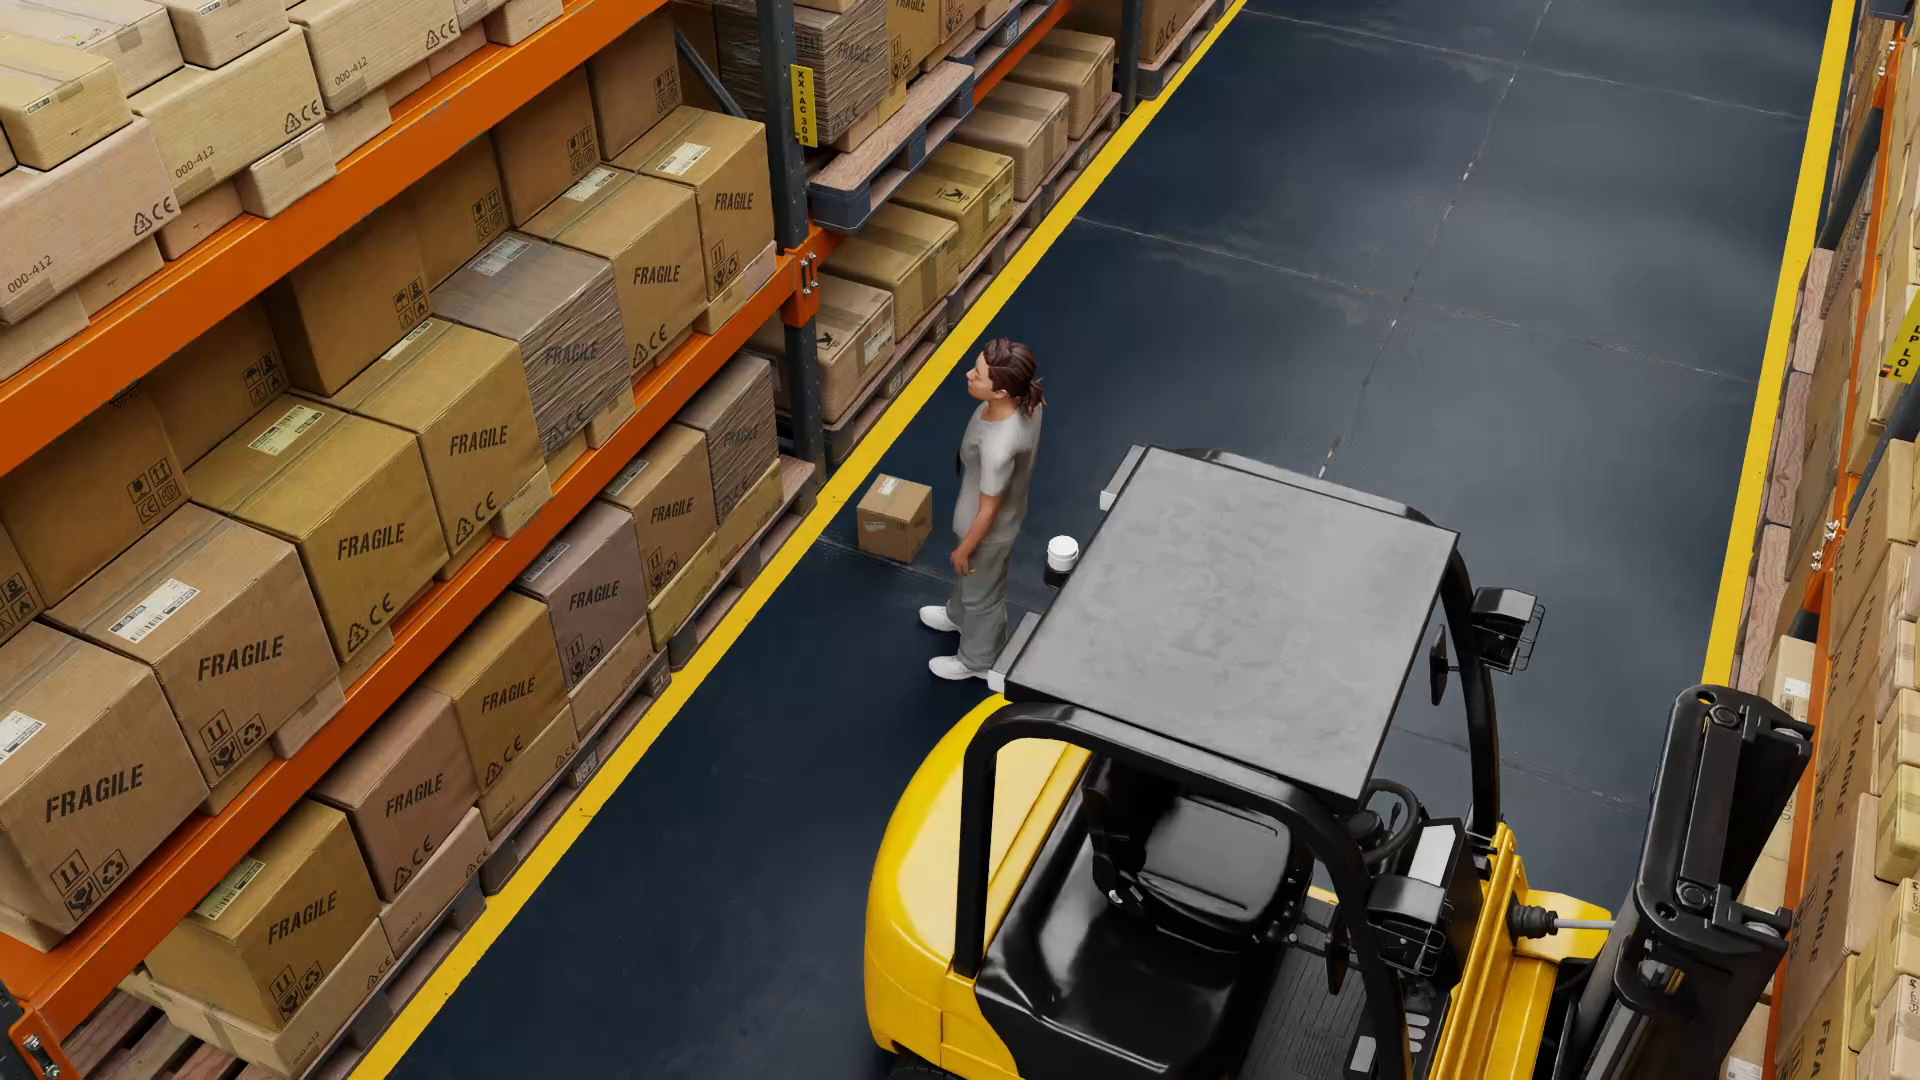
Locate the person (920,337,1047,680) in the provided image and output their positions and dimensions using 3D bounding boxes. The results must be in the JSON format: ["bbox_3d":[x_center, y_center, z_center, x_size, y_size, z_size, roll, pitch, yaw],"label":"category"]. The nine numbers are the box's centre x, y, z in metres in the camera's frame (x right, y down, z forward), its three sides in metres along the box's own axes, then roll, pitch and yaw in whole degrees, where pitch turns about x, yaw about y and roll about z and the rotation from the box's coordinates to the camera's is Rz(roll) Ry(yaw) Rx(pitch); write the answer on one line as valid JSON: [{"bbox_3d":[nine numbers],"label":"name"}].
[{"bbox_3d":[0.044,-0.097,6.255,0.550,1.677,0.550,9,43,10],"label":"person"}]
